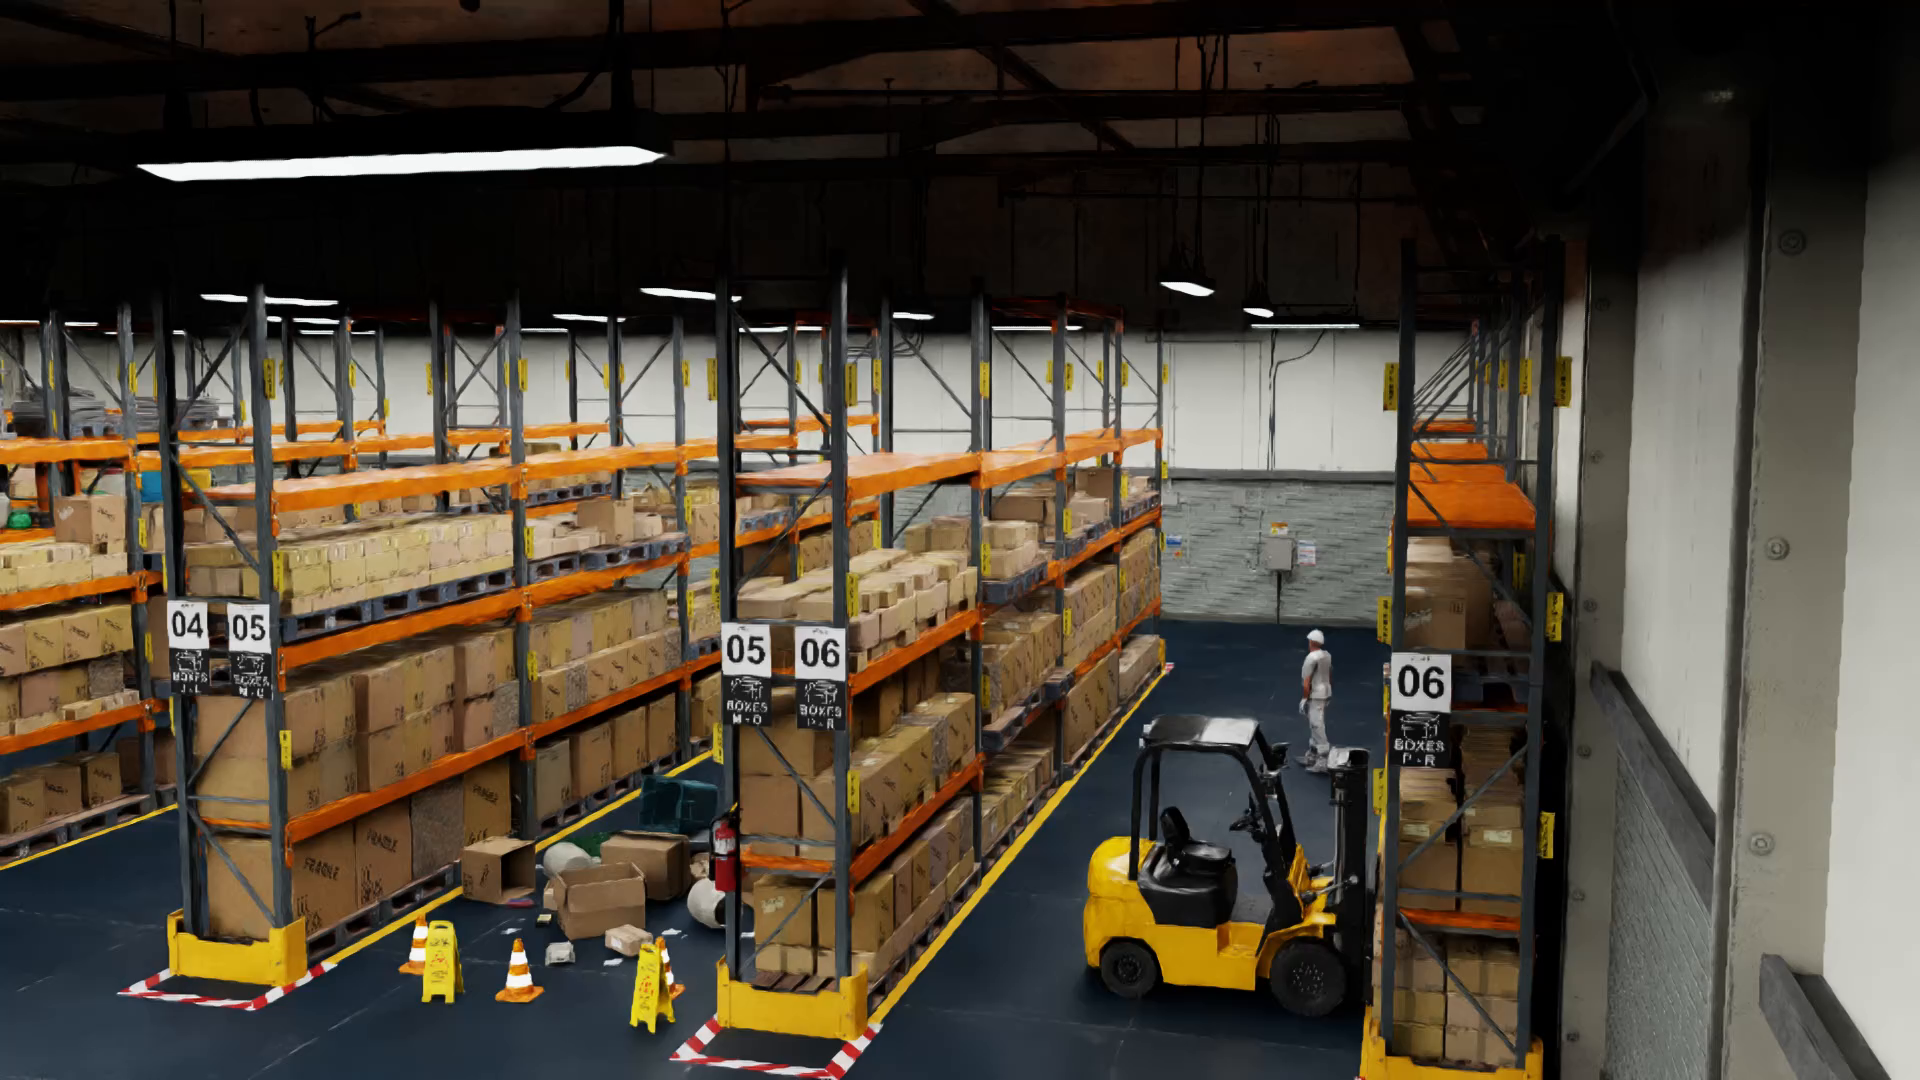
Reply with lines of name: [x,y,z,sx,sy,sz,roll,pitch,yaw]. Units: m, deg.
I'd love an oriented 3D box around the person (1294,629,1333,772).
person: [4.516,2.020,21.234,0.588,1.784,0.663,4,7,35]
